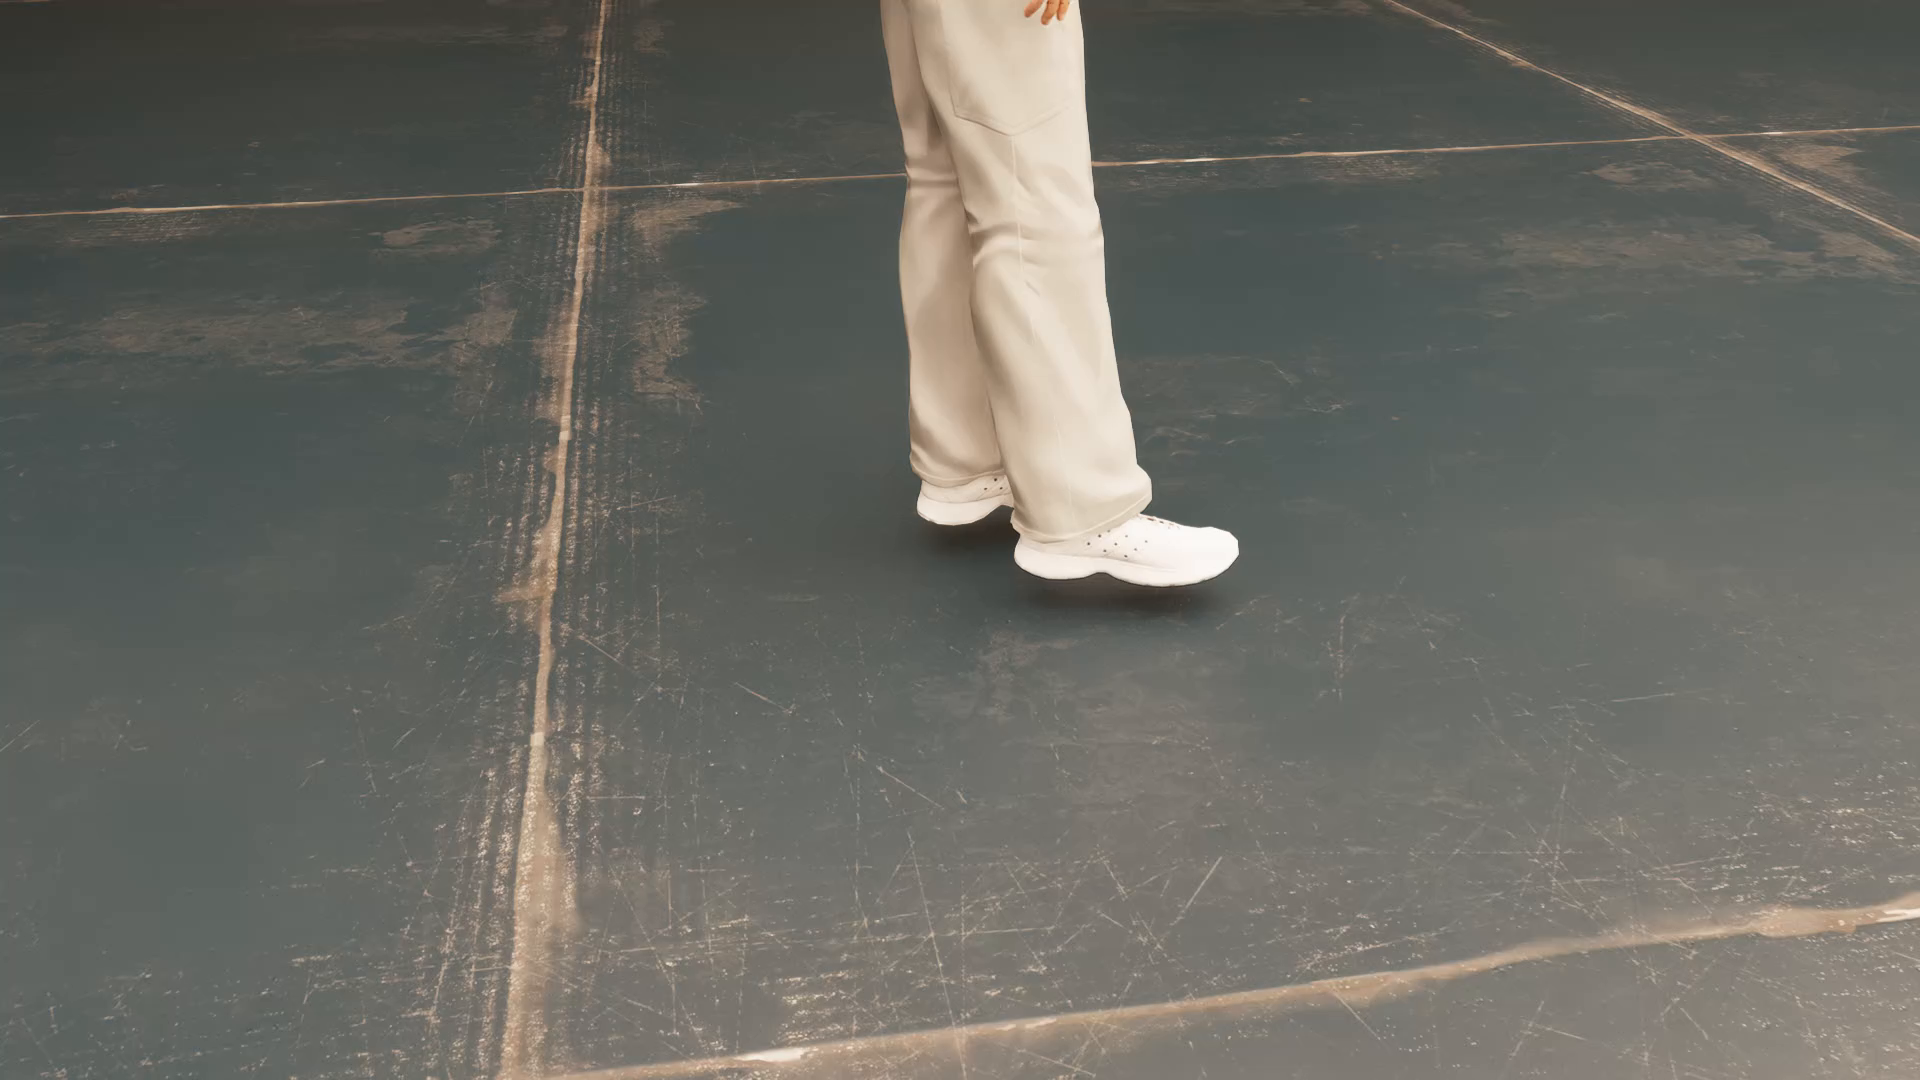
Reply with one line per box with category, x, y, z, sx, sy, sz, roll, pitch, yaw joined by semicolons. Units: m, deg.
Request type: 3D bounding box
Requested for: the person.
person;0.074;-0.782;2.084;0.549;1.675;0.549;-5;28;-9
